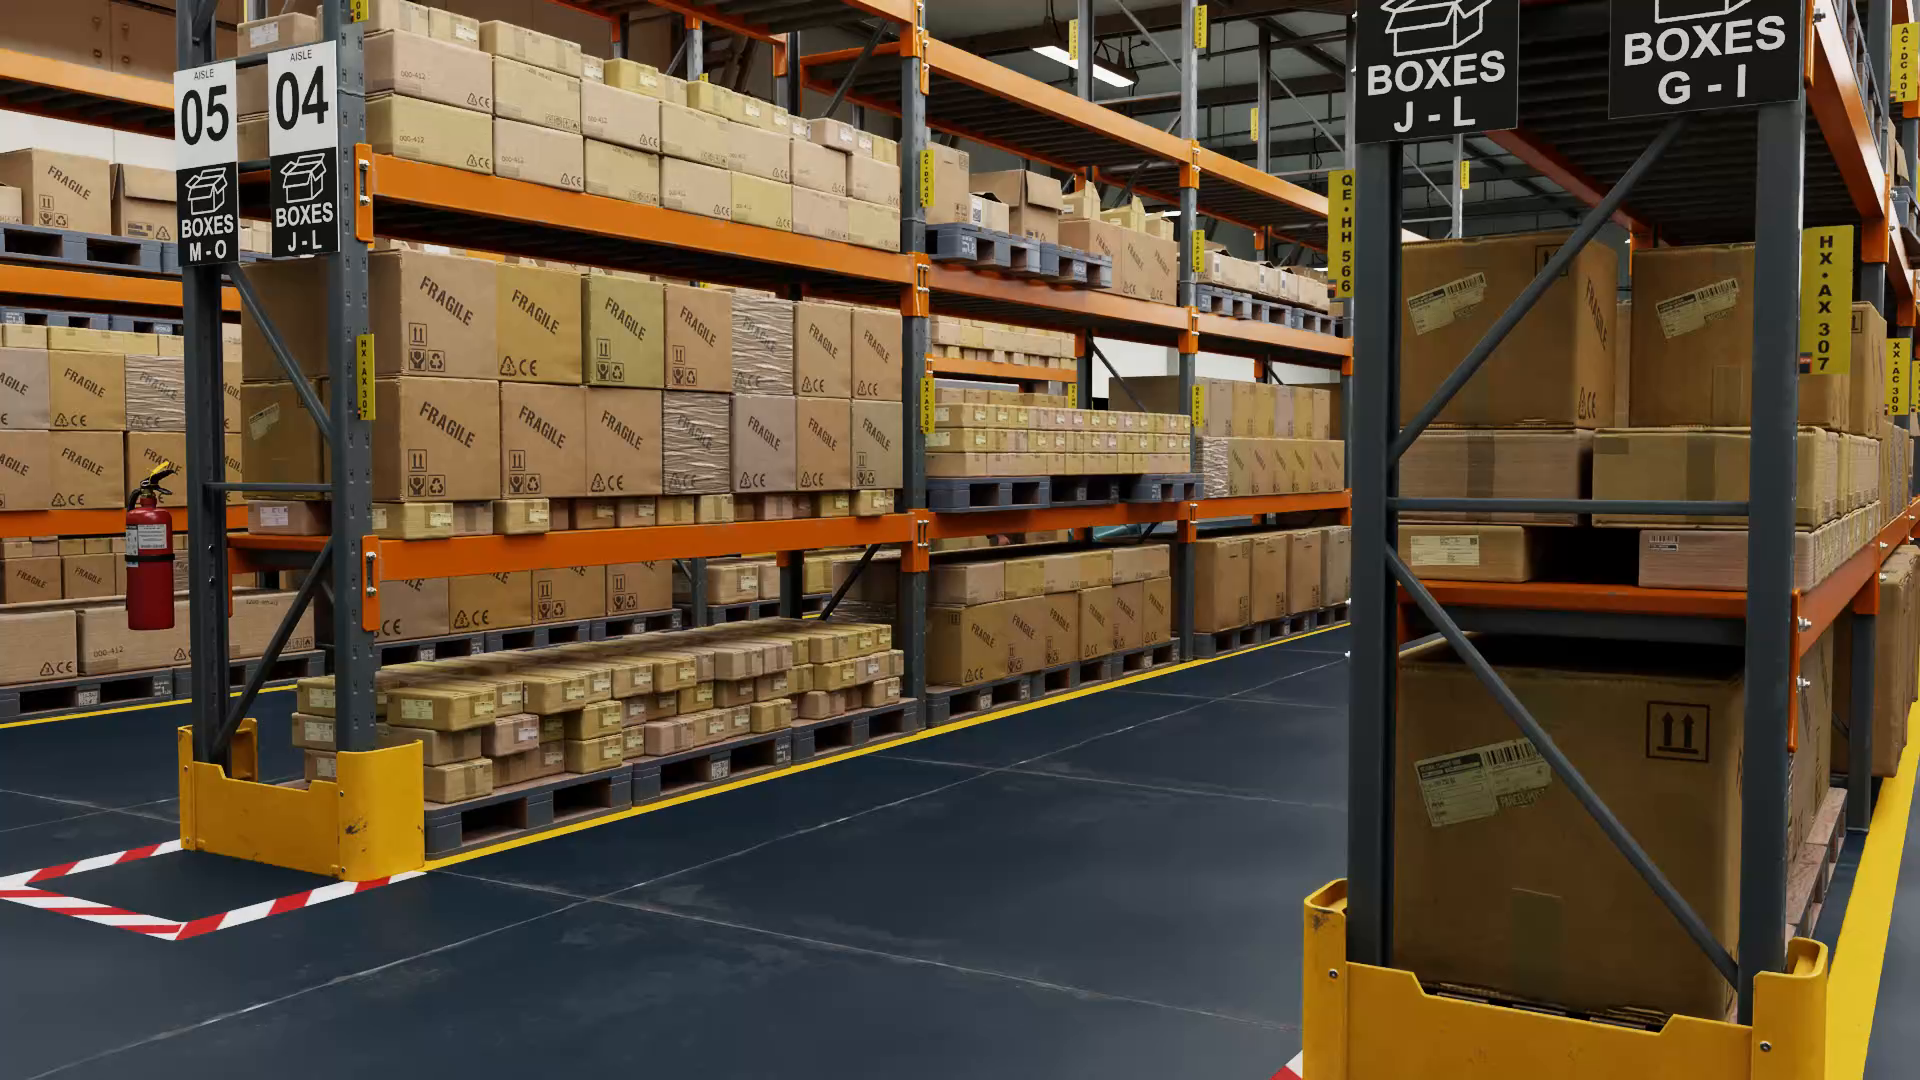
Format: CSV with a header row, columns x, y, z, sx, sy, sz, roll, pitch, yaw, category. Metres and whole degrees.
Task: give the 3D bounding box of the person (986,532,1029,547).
x,y,z,sx,sy,sz,roll,pitch,yaw,category
0.468,-0.005,15.734,0.427,1.720,0.590,1,3,27,person
